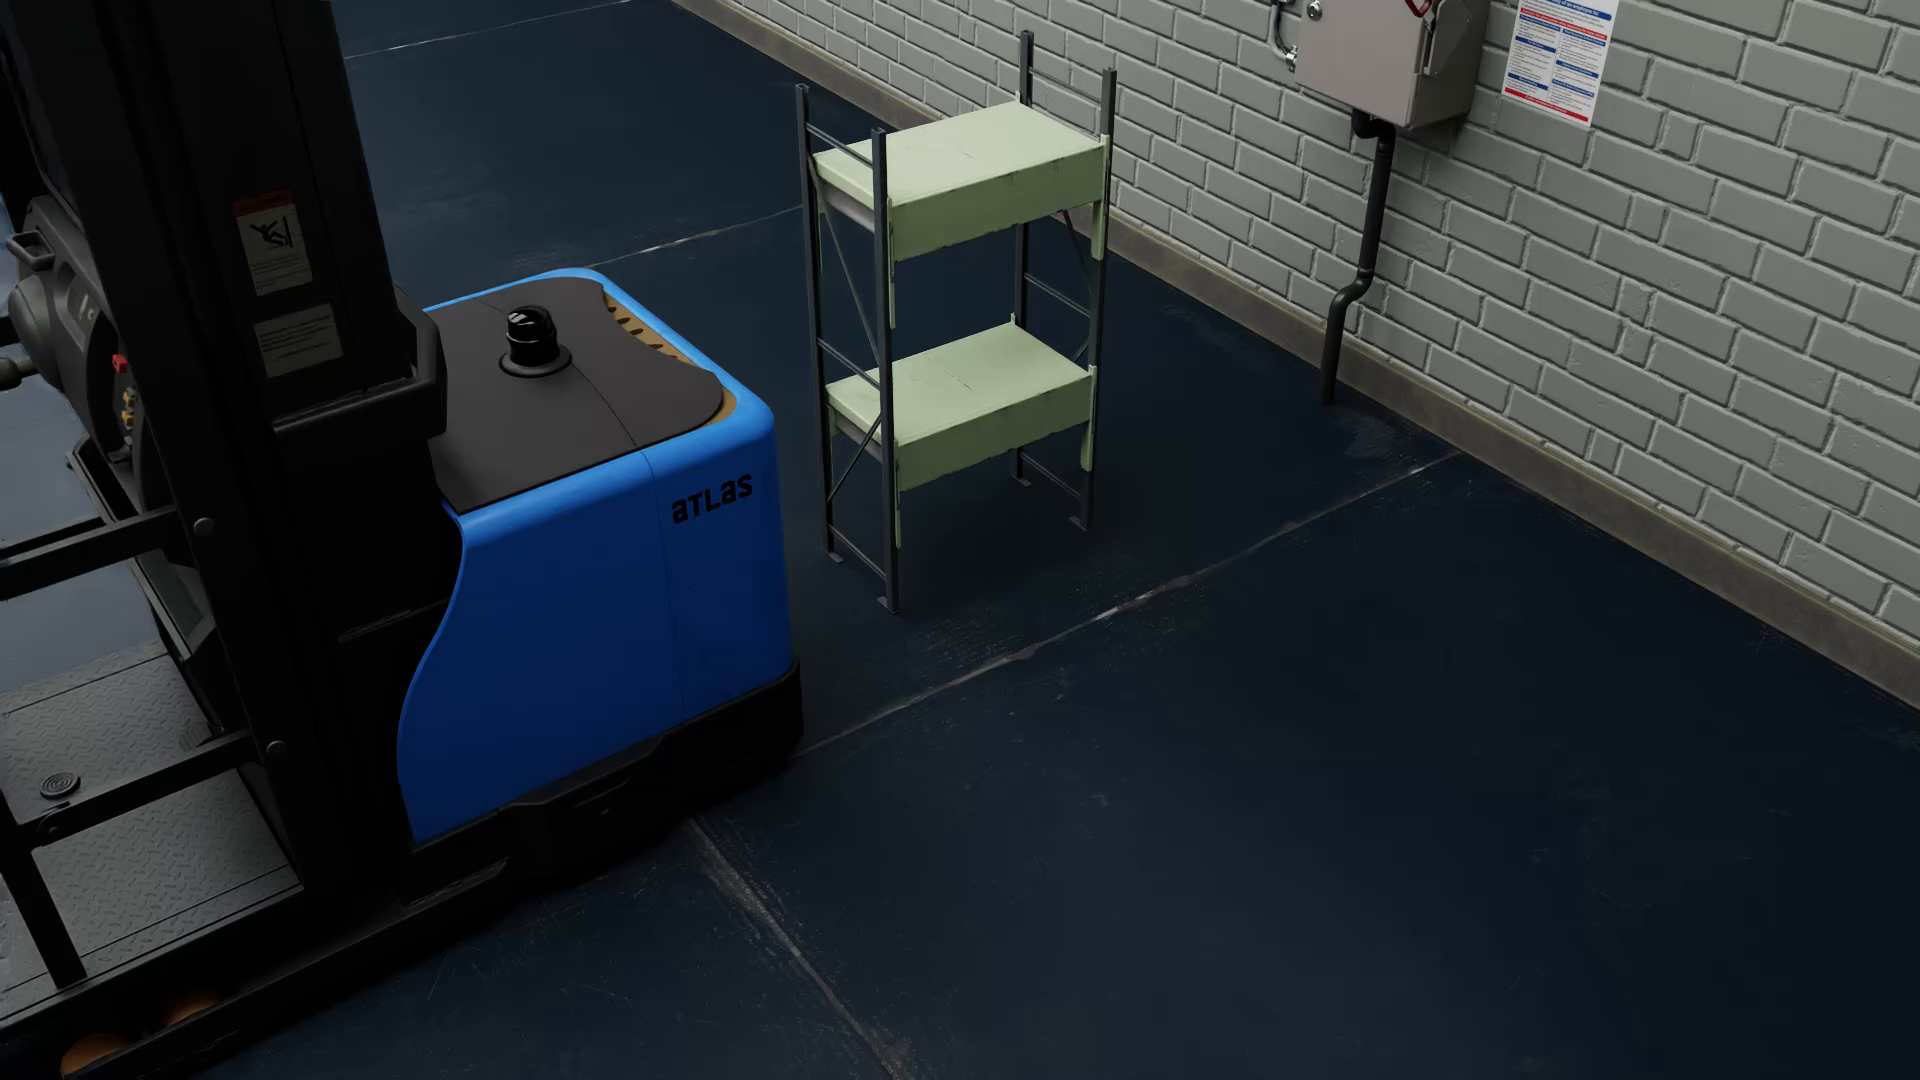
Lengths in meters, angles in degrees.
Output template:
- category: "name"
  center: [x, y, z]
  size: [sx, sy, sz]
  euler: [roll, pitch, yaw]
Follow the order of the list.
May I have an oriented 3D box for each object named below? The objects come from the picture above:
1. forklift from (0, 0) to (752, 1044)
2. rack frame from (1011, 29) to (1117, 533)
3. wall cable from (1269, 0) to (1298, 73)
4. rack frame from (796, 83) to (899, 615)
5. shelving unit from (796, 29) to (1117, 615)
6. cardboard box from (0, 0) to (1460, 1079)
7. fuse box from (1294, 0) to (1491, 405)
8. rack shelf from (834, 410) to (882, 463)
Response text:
- category: "forklift"
  center: [-1.942, -0.279, 3.203]
  size: [2.937, 2.843, 1.107]
  euler: [-24, 42, -29]
- category: "rack frame"
  center: [0.294, -0.730, 4.980]
  size: [0.023, 1.500, 0.400]
  euler: [-22, 41, -28]
- category: "wall cable"
  center: [1.030, -2.482, 5.262]
  size: [0.122, 1.984, 0.588]
  euler: [-22, 41, -28]
- category: "rack frame"
  center: [-0.305, -0.484, 4.638]
  size: [0.023, 1.500, 0.400]
  euler: [-22, 41, -28]
- category: "shelving unit"
  center: [-0.005, -0.607, 4.809]
  size: [0.755, 1.500, 0.400]
  euler: [-22, 41, -28]
- category: "cardboard box"
  center: [-5.440, -0.091, 4.049]
  size: [13.522, 1.550, 6.103]
  euler: [-23, 42, -29]
- category: "fuse box"
  center: [1.294, -1.168, 5.408]
  size: [0.414, 1.711, 0.539]
  euler: [-22, 41, -28]
- category: "rack shelf"
  center: [-0.005, -0.400, 4.958]
  size: [0.664, 0.071, 0.332]
  euler: [-22, 41, -28]
